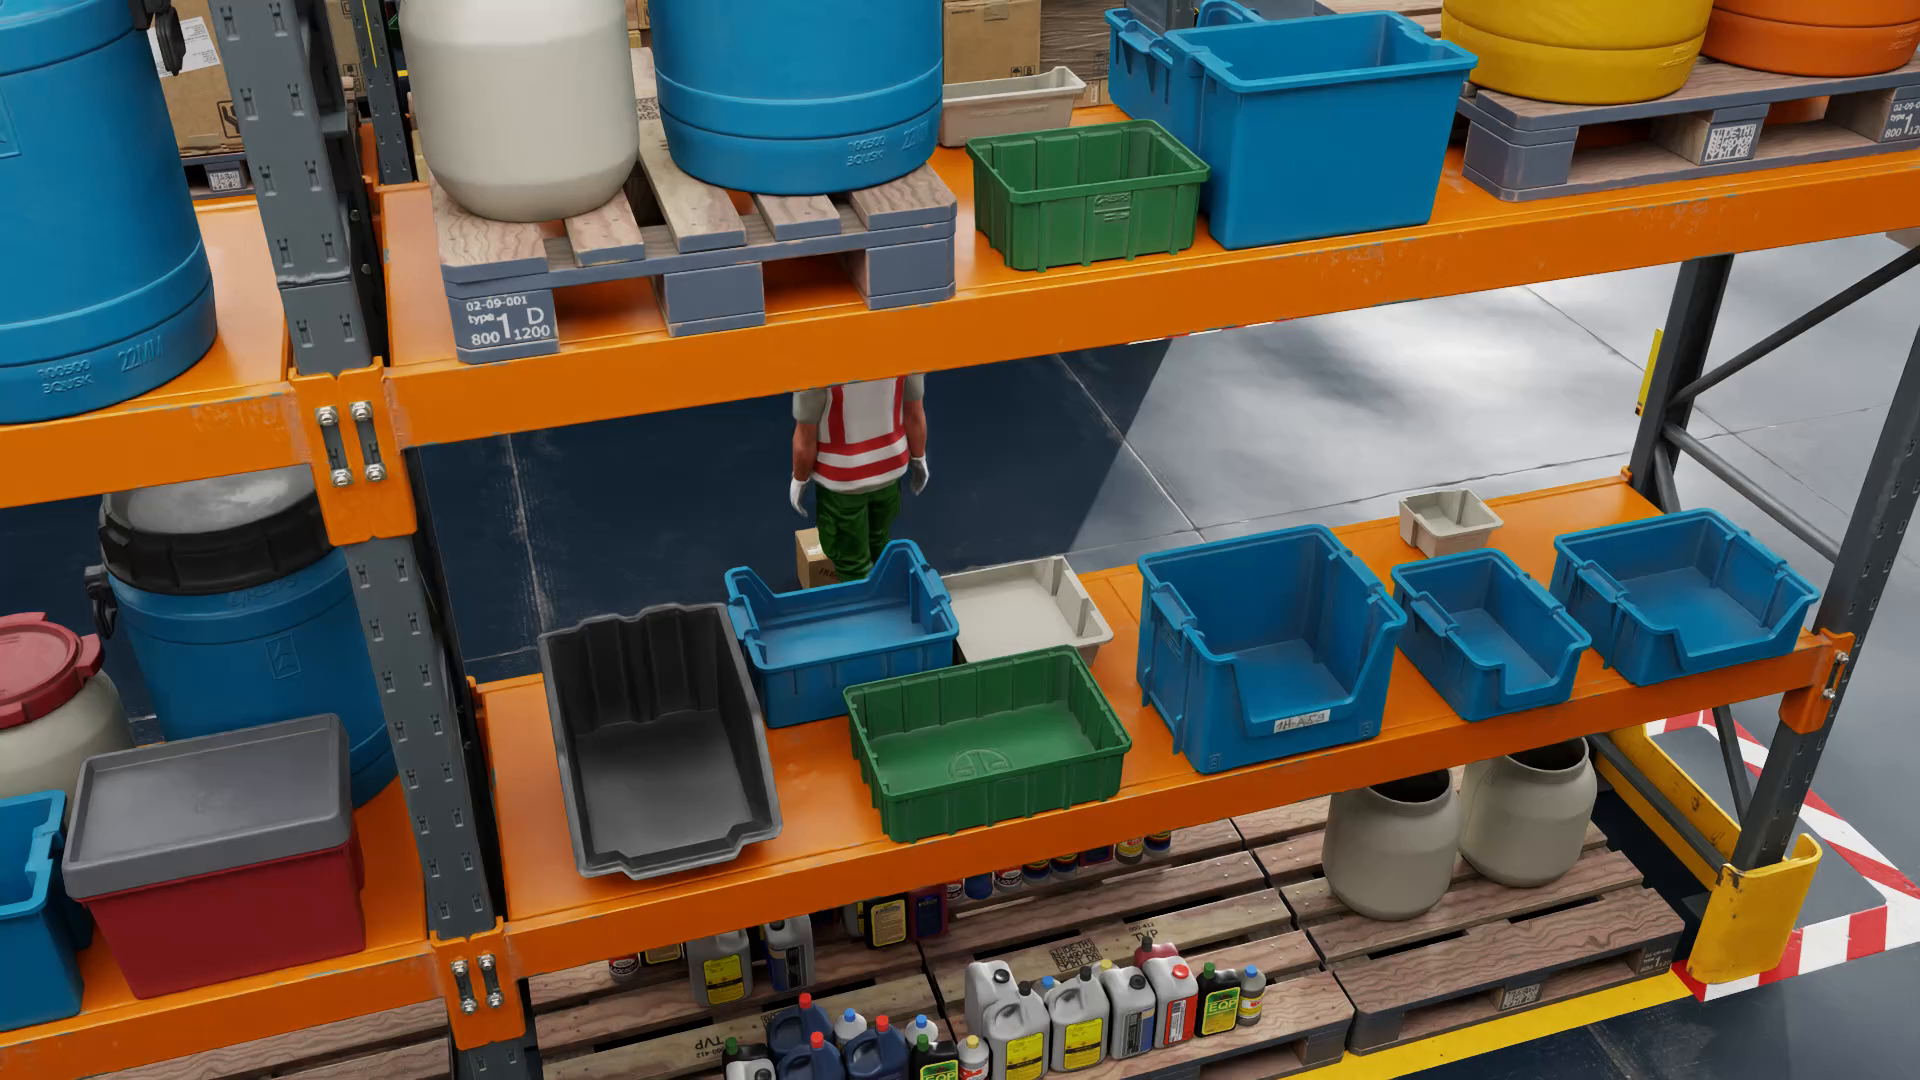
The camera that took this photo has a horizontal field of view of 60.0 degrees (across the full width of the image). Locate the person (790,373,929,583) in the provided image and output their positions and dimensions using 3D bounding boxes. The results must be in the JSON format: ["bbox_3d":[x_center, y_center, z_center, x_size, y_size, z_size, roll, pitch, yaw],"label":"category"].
[{"bbox_3d":[-0.459,-0.332,6.596,0.555,1.780,0.718,-18,38,-25],"label":"person"}]
